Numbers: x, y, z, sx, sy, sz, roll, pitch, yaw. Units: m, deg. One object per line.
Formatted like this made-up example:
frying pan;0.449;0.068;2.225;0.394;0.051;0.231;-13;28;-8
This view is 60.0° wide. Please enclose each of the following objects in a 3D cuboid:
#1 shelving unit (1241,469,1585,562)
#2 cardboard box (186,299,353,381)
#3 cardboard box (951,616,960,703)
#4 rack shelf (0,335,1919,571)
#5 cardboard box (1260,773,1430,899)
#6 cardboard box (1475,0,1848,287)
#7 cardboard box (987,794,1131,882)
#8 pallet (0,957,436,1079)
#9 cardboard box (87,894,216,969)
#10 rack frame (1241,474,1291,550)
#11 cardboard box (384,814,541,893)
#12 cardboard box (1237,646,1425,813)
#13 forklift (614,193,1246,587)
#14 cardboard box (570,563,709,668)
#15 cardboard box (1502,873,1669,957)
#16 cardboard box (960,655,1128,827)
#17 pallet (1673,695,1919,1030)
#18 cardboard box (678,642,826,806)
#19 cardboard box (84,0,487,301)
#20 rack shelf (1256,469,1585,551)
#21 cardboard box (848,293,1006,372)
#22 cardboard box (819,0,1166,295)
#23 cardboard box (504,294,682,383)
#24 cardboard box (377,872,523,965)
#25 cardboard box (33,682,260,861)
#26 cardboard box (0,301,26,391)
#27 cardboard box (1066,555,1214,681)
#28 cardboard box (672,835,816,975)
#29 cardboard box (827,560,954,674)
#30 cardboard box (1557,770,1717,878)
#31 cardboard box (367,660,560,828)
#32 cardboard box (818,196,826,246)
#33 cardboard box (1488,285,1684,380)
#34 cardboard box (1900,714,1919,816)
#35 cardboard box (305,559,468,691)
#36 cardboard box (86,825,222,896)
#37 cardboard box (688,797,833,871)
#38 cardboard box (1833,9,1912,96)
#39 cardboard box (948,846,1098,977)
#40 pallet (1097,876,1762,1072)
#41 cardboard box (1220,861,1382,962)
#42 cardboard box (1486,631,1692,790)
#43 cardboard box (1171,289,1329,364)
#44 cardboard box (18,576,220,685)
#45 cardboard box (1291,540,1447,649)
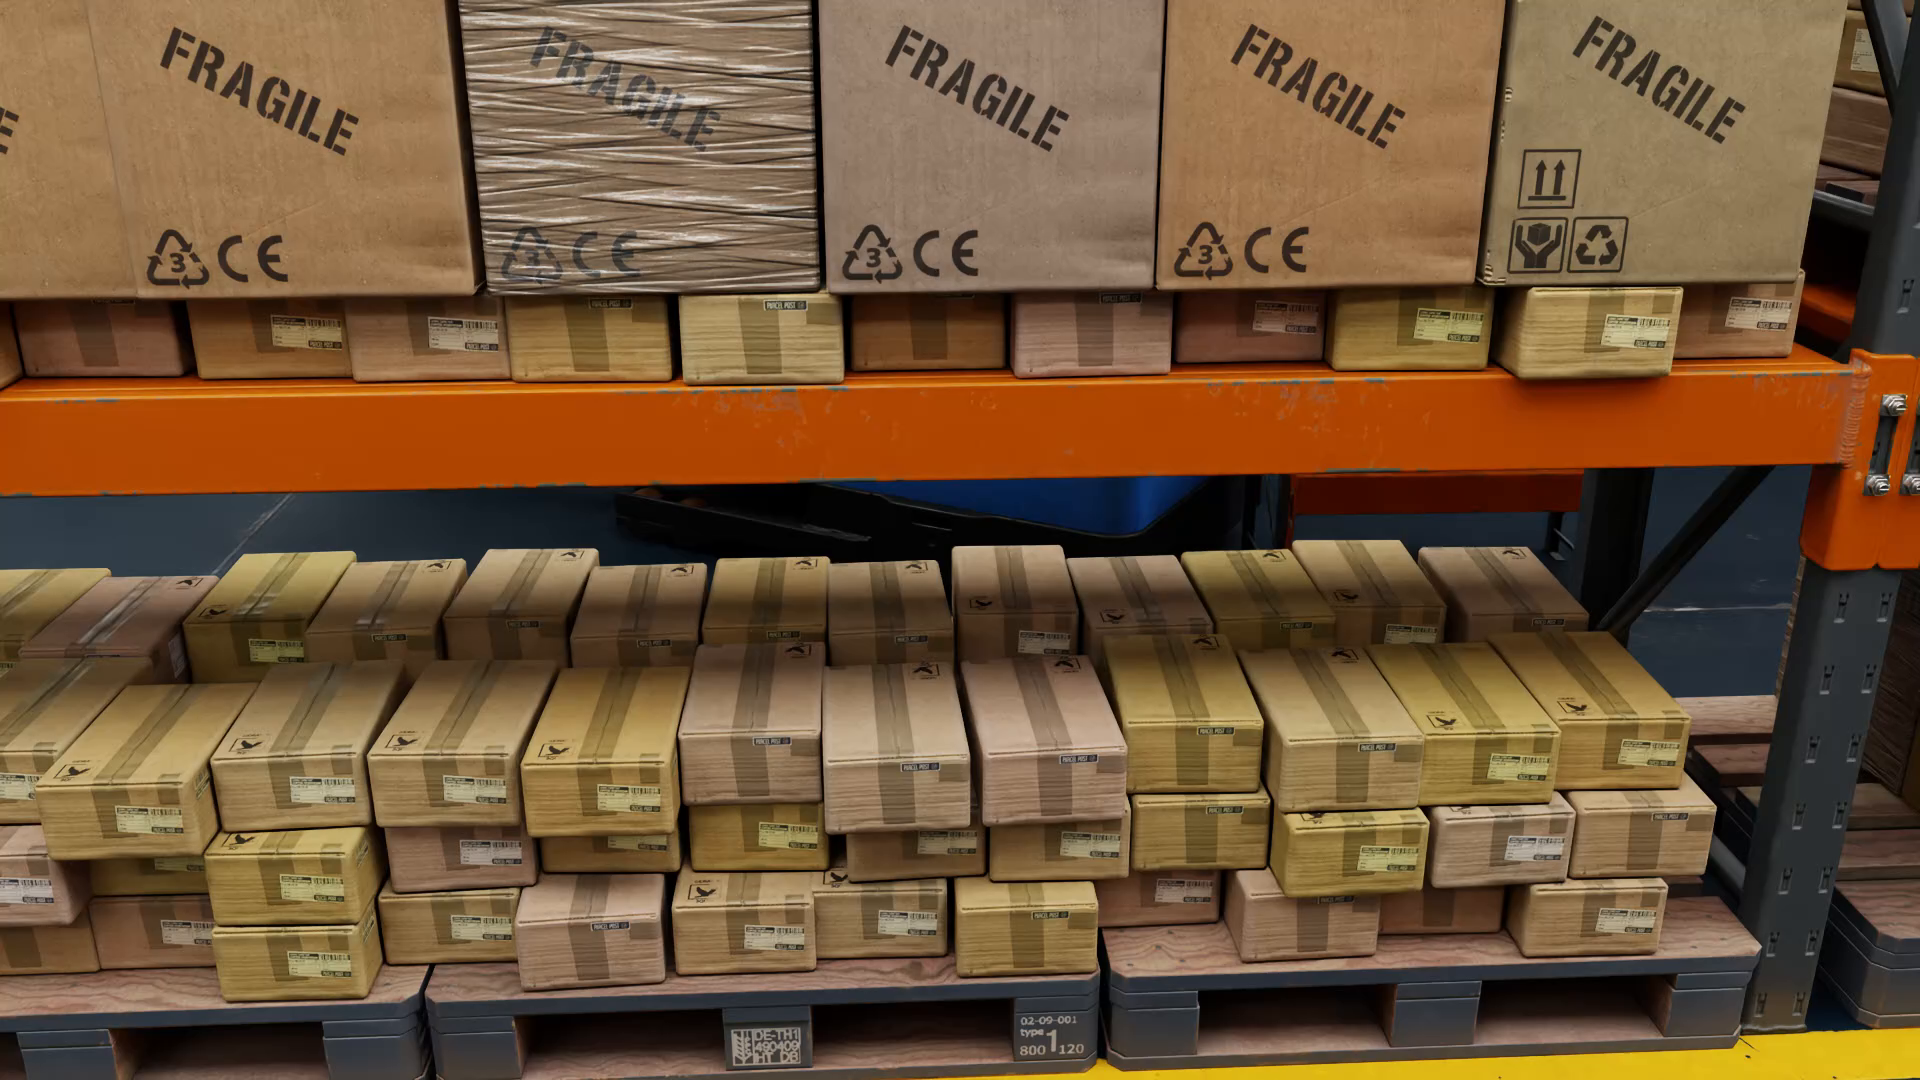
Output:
shelving unit;1.460;-0.397;5.083;1.048;1.125;0.538;-1;21;-2
cardboard box;-1.090;-0.389;2.781;0.250;0.149;0.380;-1;21;-4
cardboard box;0.100;0.306;3.599;0.250;0.149;0.380;0;21;-1
rack shelf;-0.482;-0.264;3.110;4.000;0.370;1.077;-1;21;-3
cardboard box;0.682;0.497;3.098;0.250;0.149;0.380;-2;21;-5
cardboard box;1.048;-0.716;2.728;0.500;0.500;0.500;-1;21;-3
cardboard box;0.173;0.480;3.144;0.250;0.149;0.380;-1;21;-2
pallet;-1.590;0.738;3.386;1.213;0.211;1.003;-1;21;-3
cardboard box;-1.433;0.638;3.147;0.250;0.149;0.380;-1;21;-2
rack frame;0.952;-0.390;5.065;0.032;1.125;0.500;-1;21;-2
cardboard box;-0.904;0.490;3.116;0.250;0.149;0.380;-2;21;-6
cardboard box;0.673;0.344;3.083;0.250;0.149;0.380;-1;21;-4
forklift;-0.584;-1.496;5.432;3.031;2.935;1.130;11;23;27
cardboard box;-0.663;0.189;3.490;0.250;0.149;0.380;-2;21;-5
cardboard box;1.142;0.624;3.182;0.250;0.149;0.380;-1;21;-2
cardboard box;0.145;0.360;3.041;0.250;0.149;0.380;-2;21;-6
pallet;2.292;0.646;3.628;1.213;0.211;1.003;-1;21;-3
cardboard box;-0.378;0.336;3.104;0.250;0.149;0.380;-1;21;-3
cardboard box;-0.992;-0.682;2.637;0.500;0.500;0.500;-1;21;-2
rack shelf;1.460;-0.169;5.170;1.000;0.278;0.538;-1;21;-2
cardboard box;-0.064;-0.408;2.829;0.250;0.149;0.380;-1;21;-4
cardboard box;0.033;-0.697;2.676;0.500;0.500;0.500;-1;21;-3
cardboard box;-0.582;-0.382;2.762;0.250;0.149;0.380;0;21;-1
cardboard box;-0.923;0.632;3.161;0.250;0.149;0.380;-1;21;-3
cardboard box;-1.409;0.401;2.934;0.250;0.149;0.380;-1;21;-3
cardboard box;-1.614;-0.339;2.648;0.250;0.149;0.380;-2;21;-5
cardboard box;0.372;0.171;3.536;0.250;0.149;0.380;-2;21;-4
cardboard box;-0.394;0.643;3.132;0.250;0.149;0.380;-1;21;-3
cardboard box;-0.154;0.182;3.507;0.250;0.149;0.380;-2;21;-5
cardboard box;1.218;0.476;3.155;0.250;0.149;0.380;-1;21;-2
cardboard box;-0.889;0.364;3.030;0.250;0.149;0.380;0;21;-1
cardboard box;-0.364;-0.568;3.250;0.250;0.149;0.380;0;21;-1
cardboard box;0.992;-0.391;2.784;0.250;0.149;0.380;-2;21;-4
cardboard box;2.267;0.410;3.251;0.500;0.500;0.500;0;21;-1
cardboard box;-1.197;0.180;3.513;0.250;0.149;0.380;-2;21;-5
cardboard box;-1.425;0.496;3.101;0.250;0.149;0.380;-1;21;-2
cardboard box;-0.365;0.468;3.174;0.250;0.149;0.380;0;21;-1
cardboard box;1.900;-0.937;3.211;0.250;0.149;0.380;-1;21;-1
cardboard box;0.109;0.645;3.127;0.250;0.149;0.380;-1;21;-3
pallet;0.846;0.689;3.516;1.213;0.211;1.003;-1;21;-3
cardboard box;0.618;0.628;3.172;0.250;0.149;0.380;-2;21;-5
cardboard box;1.174;0.317;3.153;0.250;0.149;0.380;-1;21;-2
cardboard box;0.460;-0.425;2.876;0.250;0.149;0.380;-2;21;-5
cardboard box;-1.711;0.213;3.426;0.250;0.149;0.380;-1;21;-2
cardboard box;0.880;0.135;3.631;0.250;0.149;0.380;0;21;0
